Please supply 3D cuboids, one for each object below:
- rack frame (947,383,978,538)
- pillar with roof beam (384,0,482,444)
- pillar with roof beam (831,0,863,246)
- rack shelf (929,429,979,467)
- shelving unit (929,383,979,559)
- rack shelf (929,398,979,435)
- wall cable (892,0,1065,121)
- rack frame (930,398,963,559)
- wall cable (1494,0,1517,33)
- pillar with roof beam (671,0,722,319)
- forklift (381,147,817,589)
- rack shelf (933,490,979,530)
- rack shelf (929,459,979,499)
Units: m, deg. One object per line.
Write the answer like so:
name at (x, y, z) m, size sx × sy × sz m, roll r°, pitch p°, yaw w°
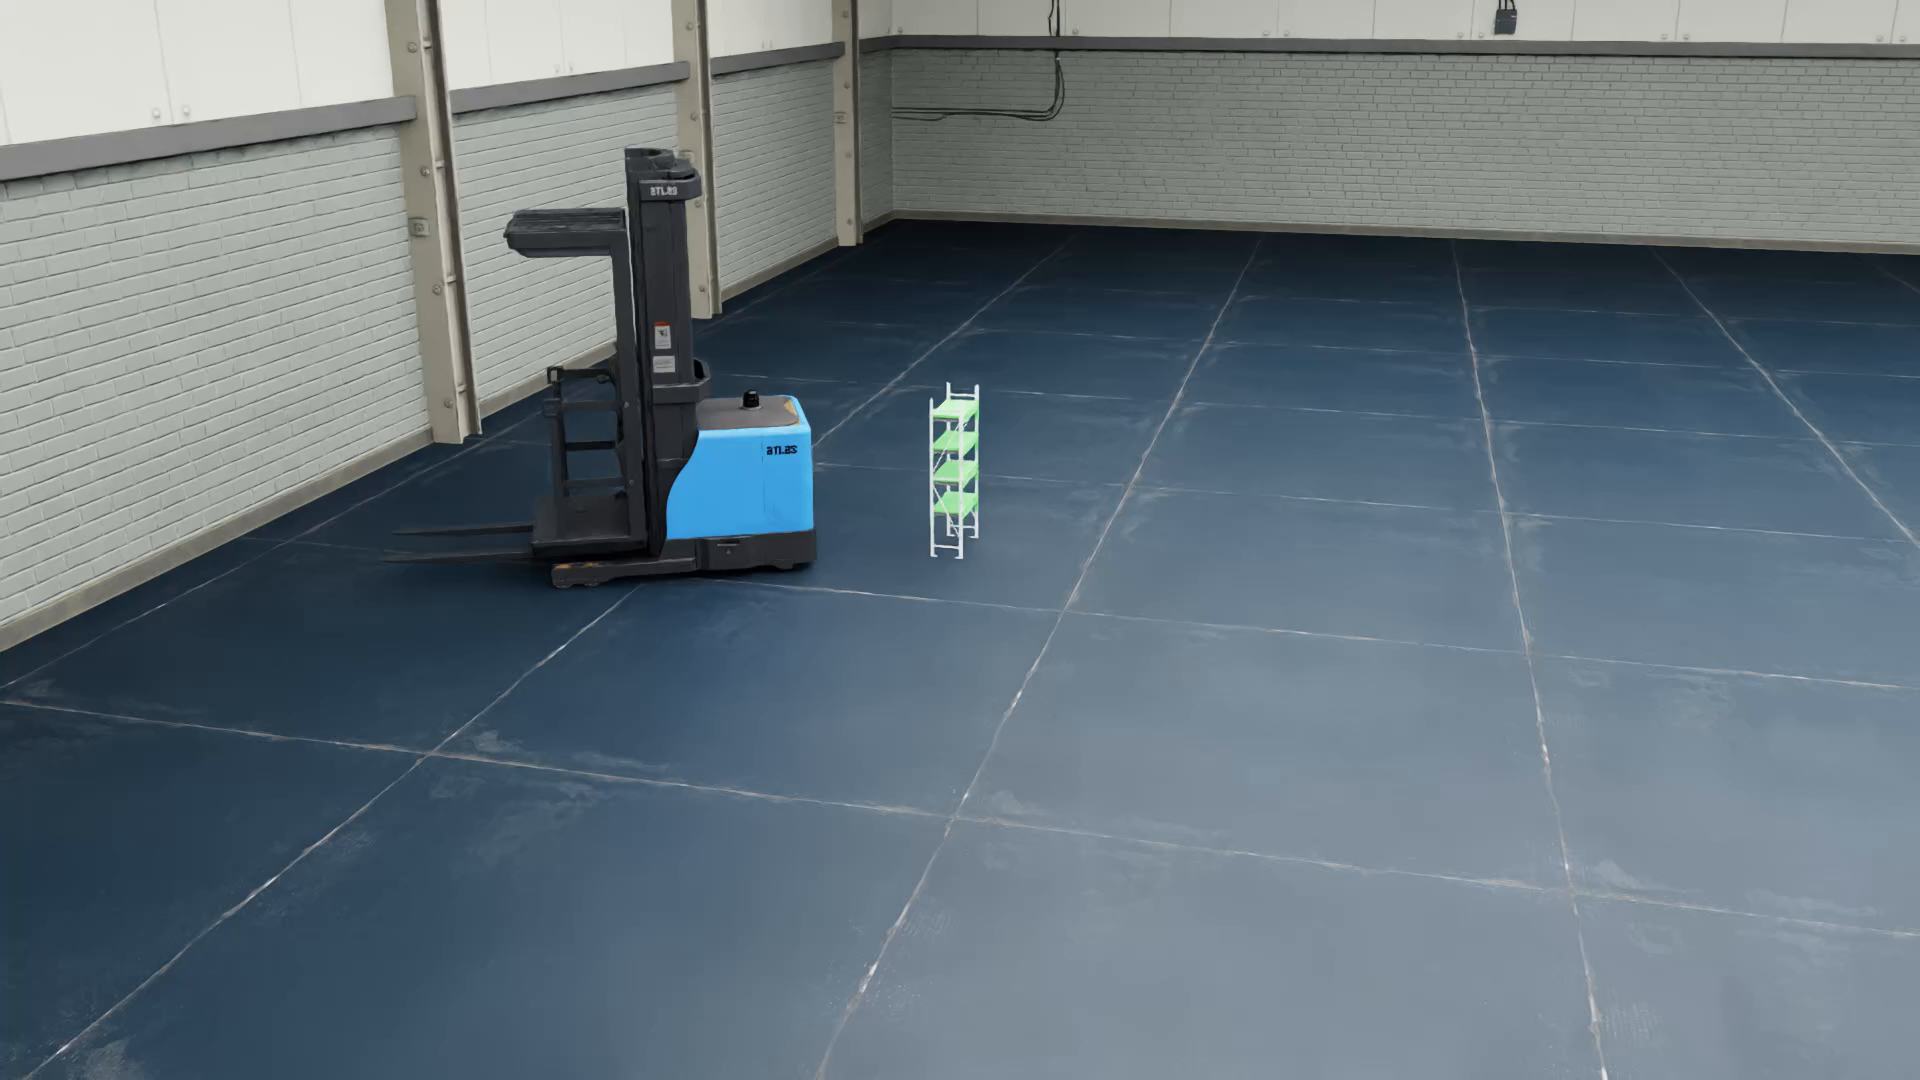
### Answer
rack frame at (0.019, -0.592, 12.566) m, size 0.240 × 1.200 × 0.015 m, roll 5°, pitch 19°, yaw 13°
pillar with roof beam at (-0.513, -4.874, 13.034) m, size 9.100 × 9.000 × 0.400 m, roll 5°, pitch 19°, yaw 13°
pillar with roof beam at (2.419, -8.635, 24.046) m, size 9.100 × 9.000 × 0.400 m, roll 5°, pitch 19°, yaw 13°
rack shelf at (-0.040, -0.683, 12.285) m, size 0.258 × 0.148 × 0.480 m, roll 5°, pitch 19°, yaw 13°
shelving unit at (-0.040, -0.516, 12.342) m, size 0.258 × 1.200 × 0.503 m, roll 5°, pitch 19°, yaw 13°
rack shelf at (-0.040, -0.910, 12.207) m, size 0.258 × 0.148 × 0.480 m, roll 5°, pitch 19°, yaw 13°
wall cable at (0.246, -8.324, 27.941) m, size 3.097 × 2.526 × 0.112 m, roll 5°, pitch 19°, yaw 13°
rack frame at (-0.100, -0.439, 12.118) m, size 0.240 × 1.200 × 0.015 m, roll 5°, pitch 19°, yaw 13°
wall cable at (9.448, -10.649, 24.680) m, size 2.305 × 6.003 × 0.169 m, roll 5°, pitch 19°, yaw 13°
pillar with roof beam at (0.953, -6.754, 18.540) m, size 9.100 × 9.000 × 0.400 m, roll 5°, pitch 19°, yaw 13°
forklift at (-2.611, -1.231, 11.757) m, size 3.031 × 2.935 × 1.130 m, roll -4°, pitch 19°, yaw -11°
rack shelf at (-0.040, -0.228, 12.440) m, size 0.258 × 0.148 × 0.480 m, roll 5°, pitch 19°, yaw 13°
rack shelf at (-0.040, -0.455, 12.362) m, size 0.258 × 0.148 × 0.480 m, roll 5°, pitch 19°, yaw 13°
